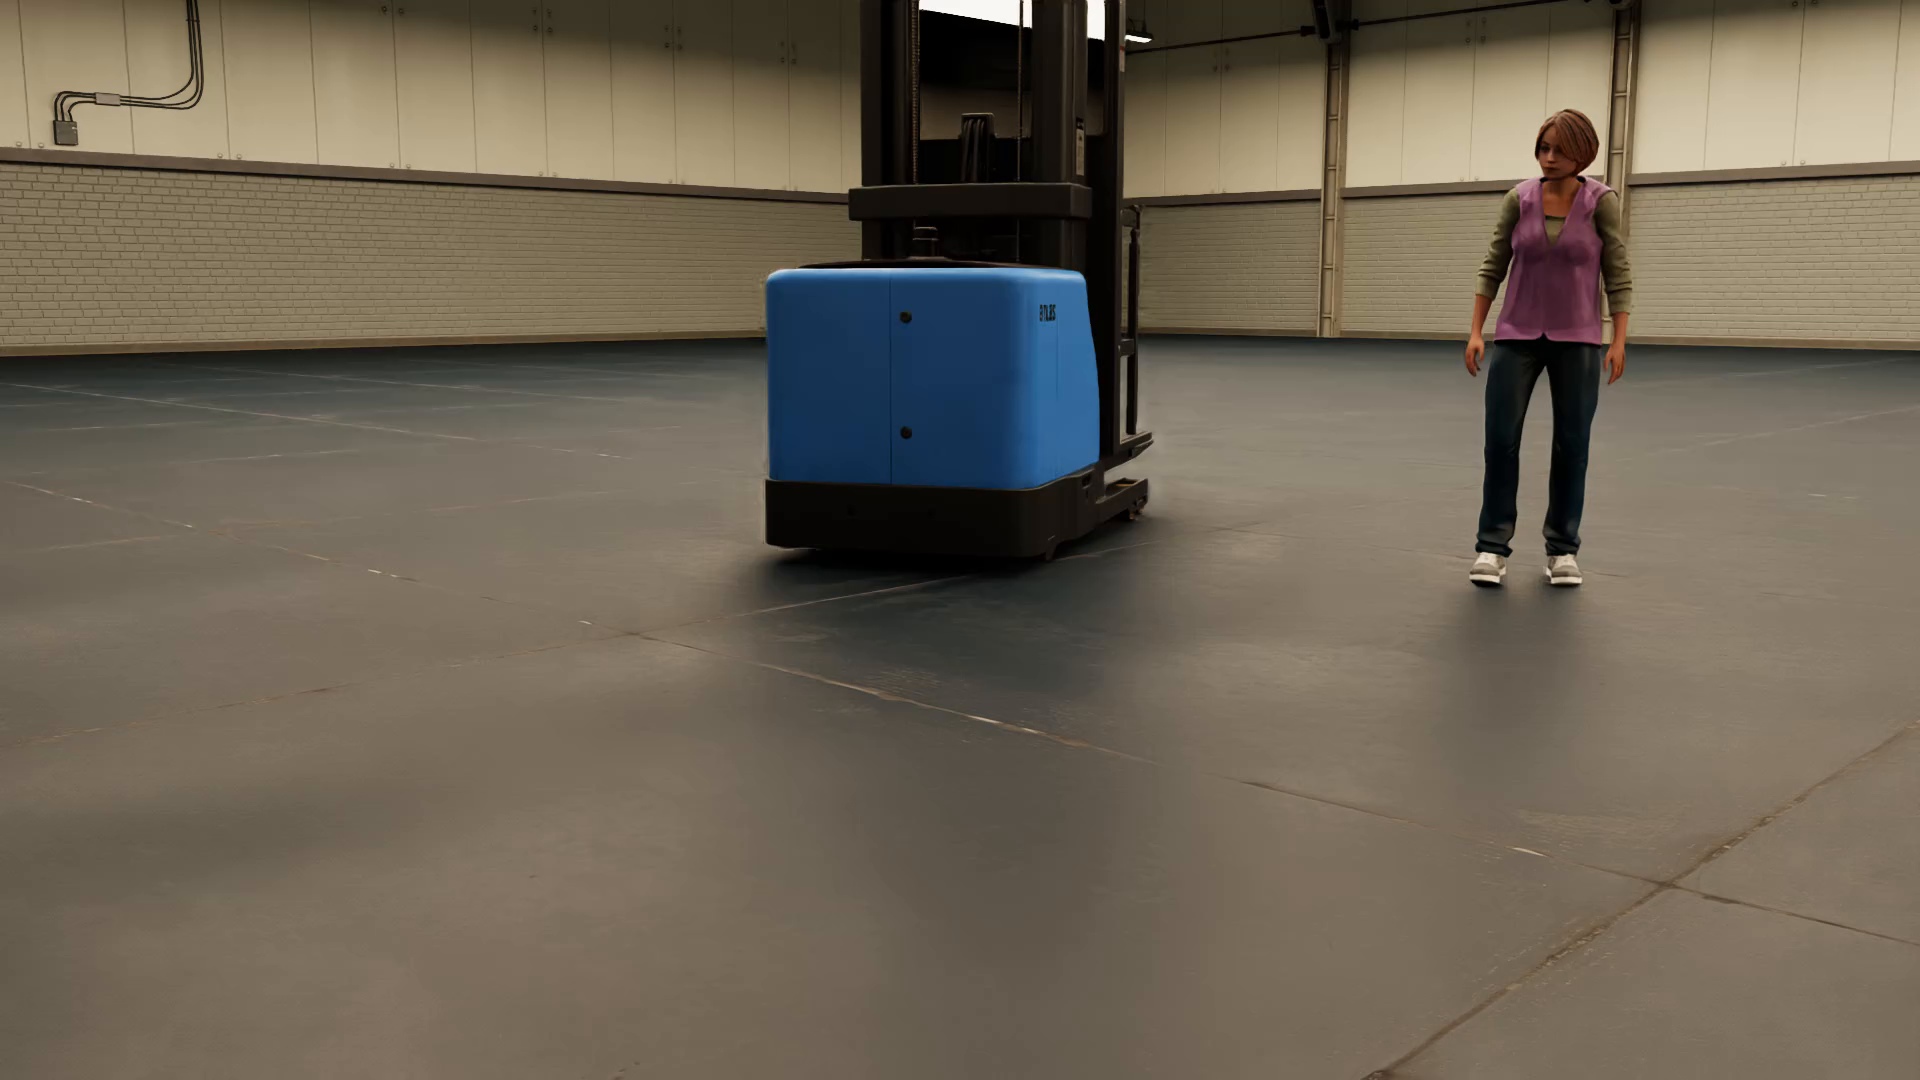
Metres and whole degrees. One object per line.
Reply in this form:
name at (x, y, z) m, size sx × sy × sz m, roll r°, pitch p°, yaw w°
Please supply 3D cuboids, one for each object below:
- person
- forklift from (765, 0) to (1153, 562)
person at (1.992, -0.643, 5.658) m, size 0.523 × 1.589 × 0.371 m, roll 4°, pitch 9°, yaw 23°
forklift at (0.215, -1.550, 7.169) m, size 1.130 × 2.935 × 3.031 m, roll 3°, pitch 9°, yaw 18°
